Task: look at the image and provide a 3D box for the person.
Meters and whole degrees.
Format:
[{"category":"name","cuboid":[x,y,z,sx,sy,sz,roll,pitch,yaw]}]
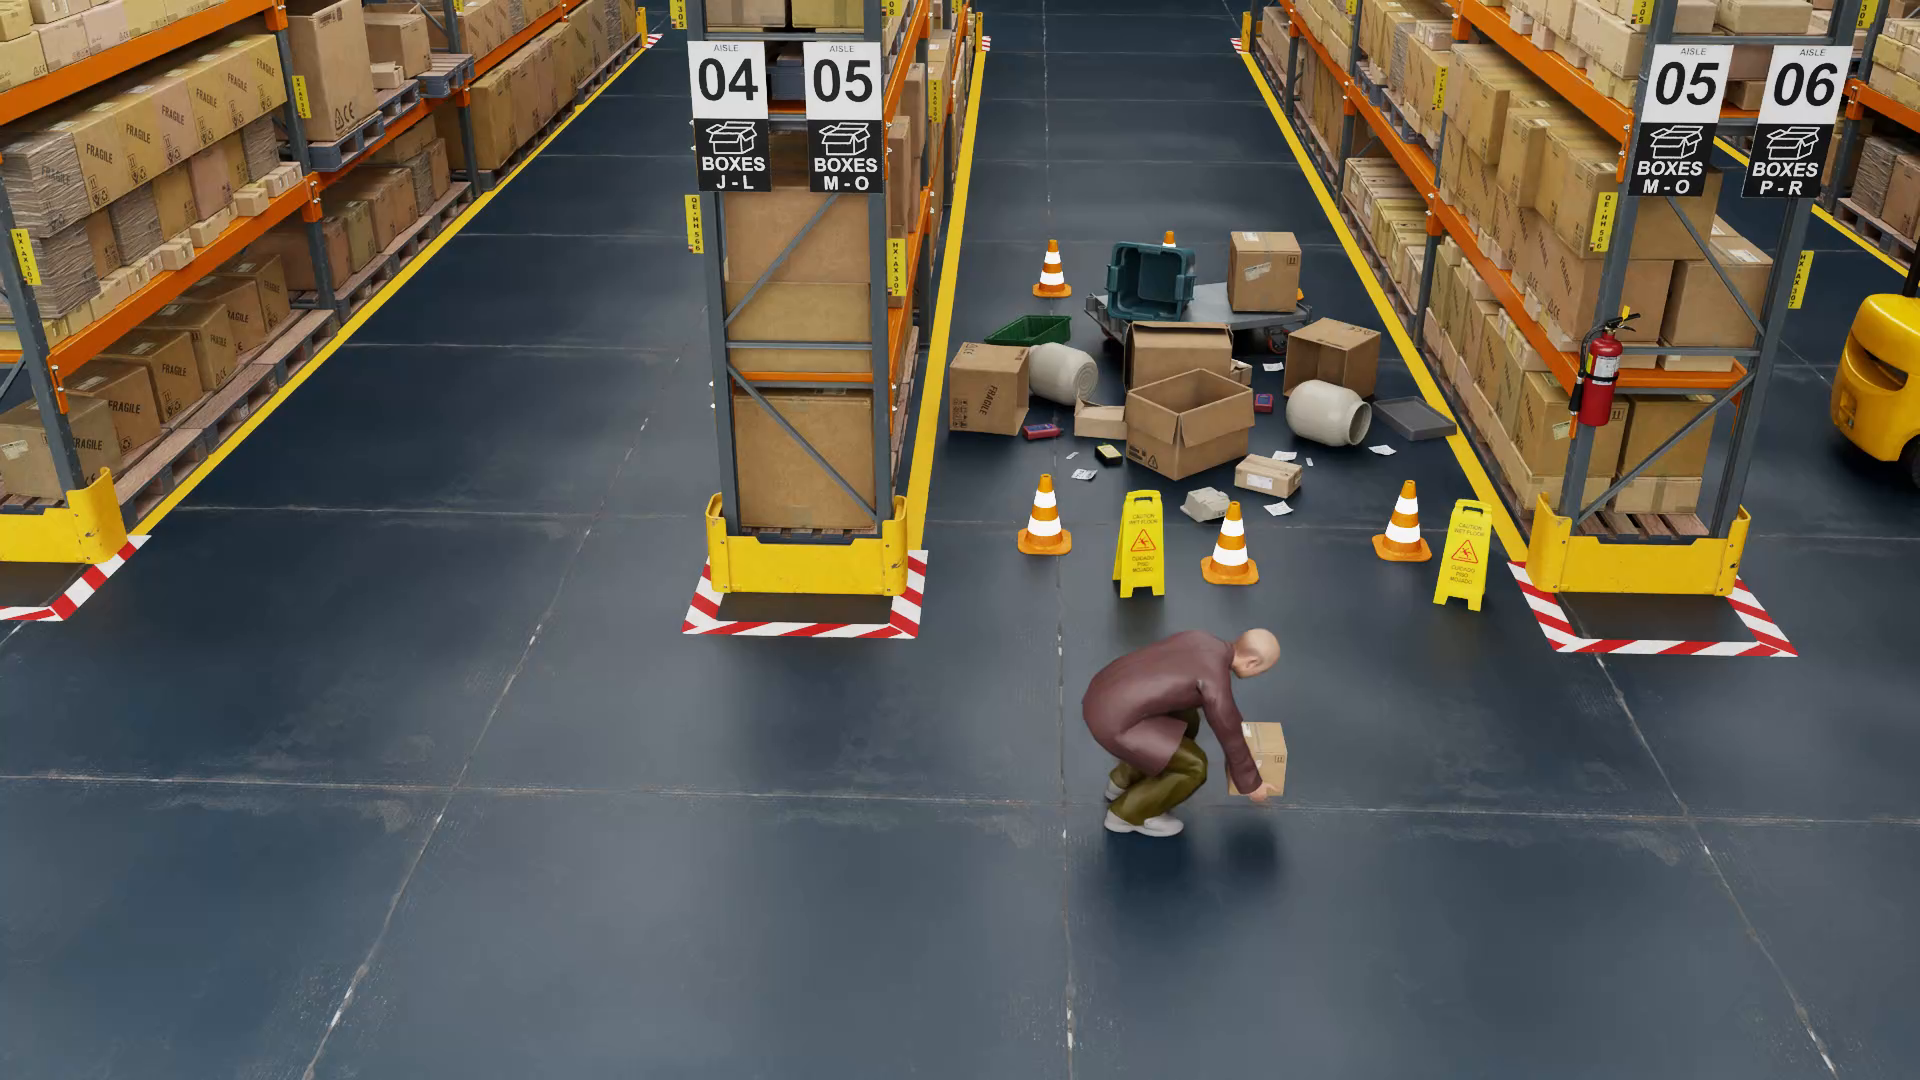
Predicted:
[{"category":"person","cuboid":[0.991,0.897,7.813,0.849,0.953,0.586,0,28,0]}]
